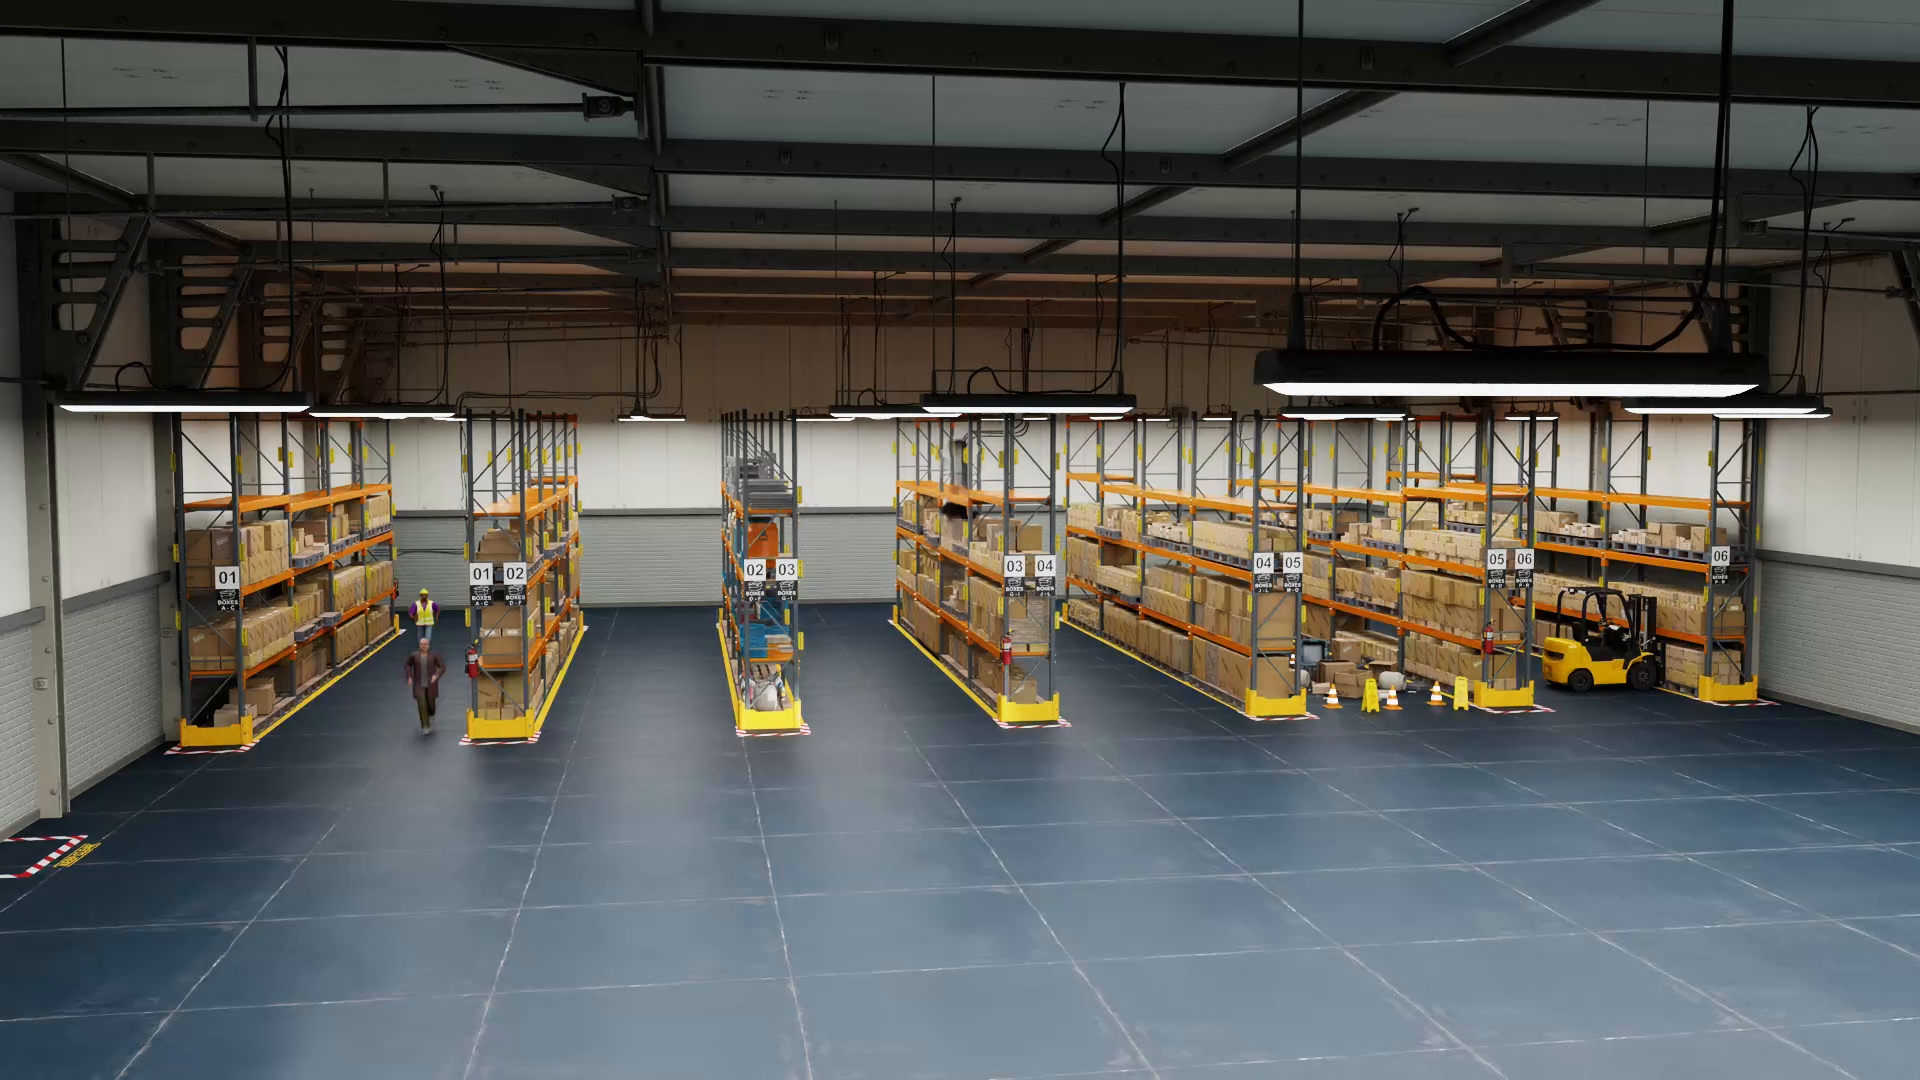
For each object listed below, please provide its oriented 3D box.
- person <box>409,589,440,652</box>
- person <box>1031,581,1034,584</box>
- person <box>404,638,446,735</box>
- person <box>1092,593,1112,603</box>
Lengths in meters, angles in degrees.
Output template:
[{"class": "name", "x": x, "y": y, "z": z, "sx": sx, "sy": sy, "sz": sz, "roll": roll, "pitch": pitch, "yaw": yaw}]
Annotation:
[{"class": "person", "x": -12.935, "y": 2.057, "z": 40.206, "sx": 0.714, "sy": 1.733, "sz": 0.791, "roll": -1, "pitch": 4, "yaw": -18}, {"class": "person", "x": 1.877, "y": 1.477, "z": 48.193, "sx": 0.666, "sy": 1.790, "sz": 0.944, "roll": -1, "pitch": 4, "yaw": -8}, {"class": "person", "x": -9.918, "y": 2.685, "z": 30.842, "sx": 0.744, "sy": 1.750, "sz": 0.945, "roll": -1, "pitch": 4, "yaw": -15}, {"class": "person", "x": 4.285, "y": 1.435, "z": 49.837, "sx": 0.749, "sy": 1.713, "sz": 0.577, "roll": -1, "pitch": 4, "yaw": -15}]
